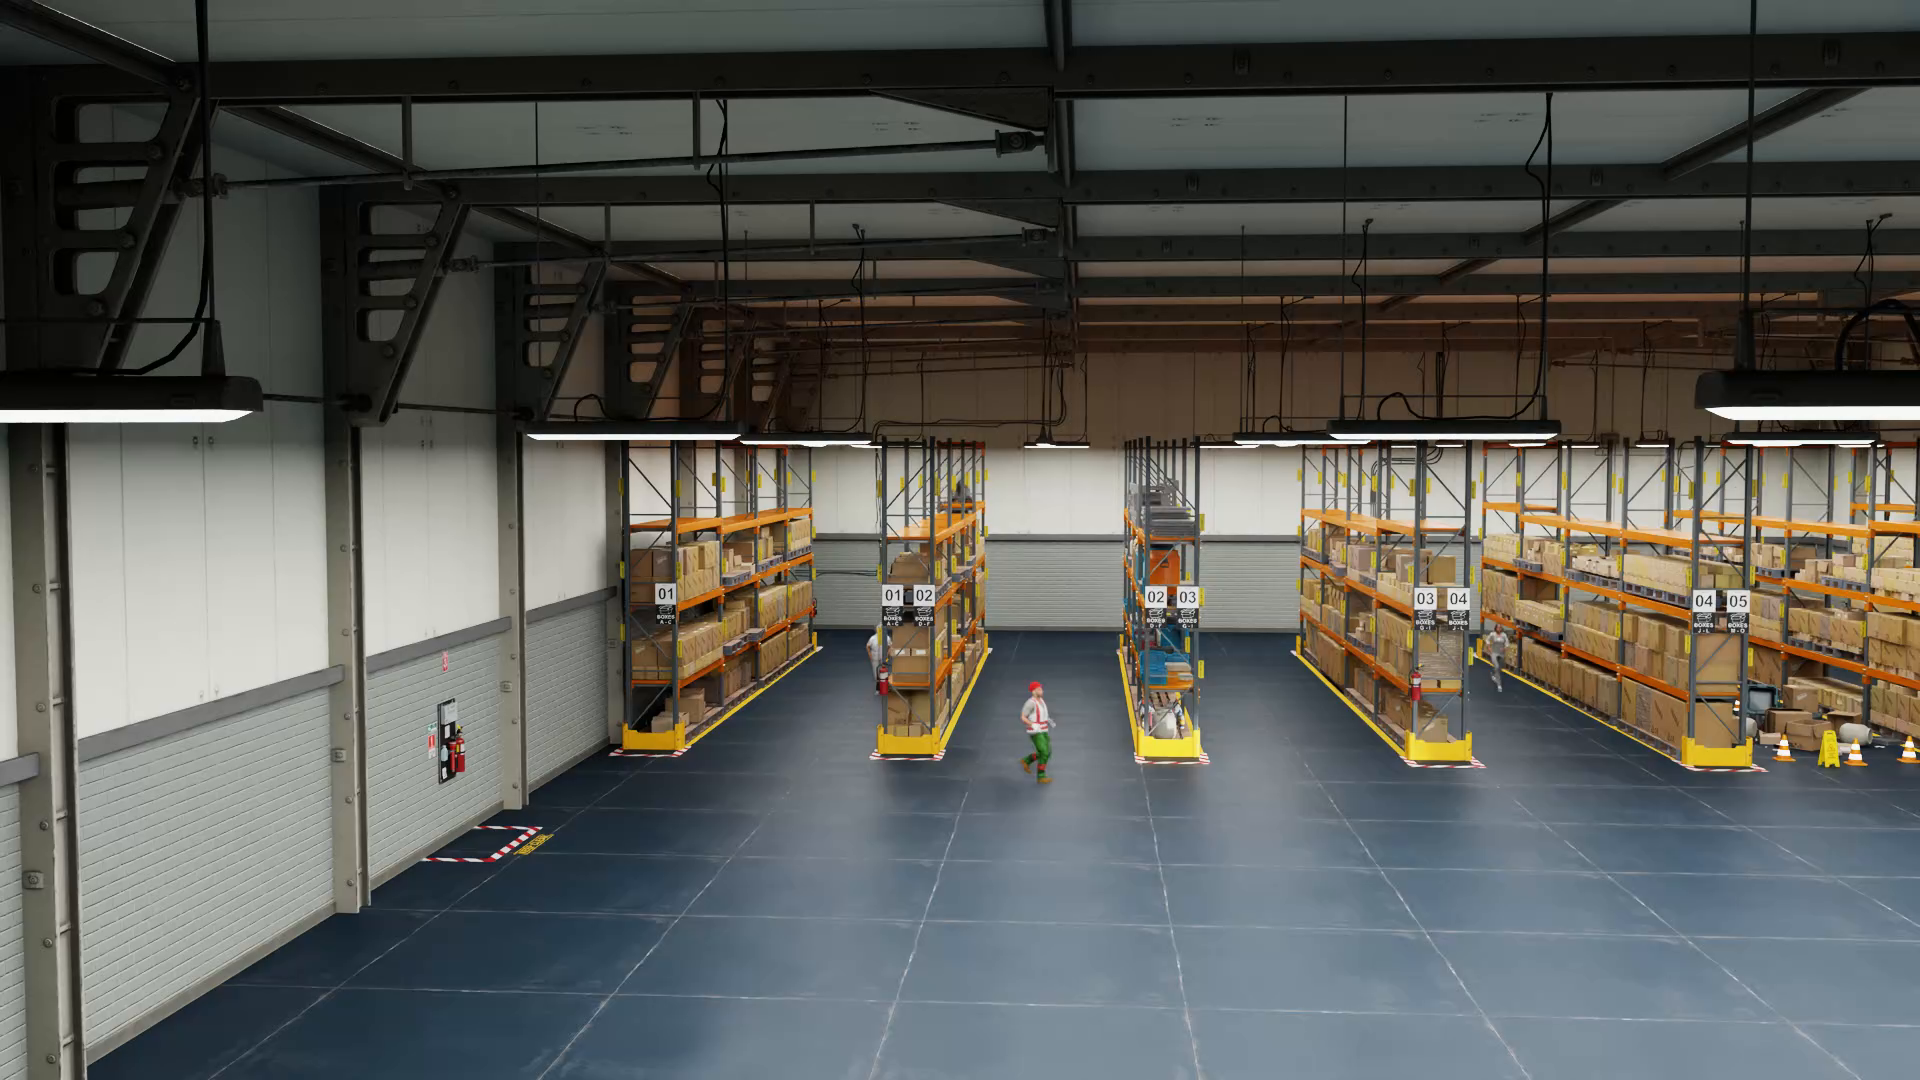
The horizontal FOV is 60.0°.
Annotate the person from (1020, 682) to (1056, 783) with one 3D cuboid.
[{"bbox_3d":[1.305,3.313,28.733,0.690,1.741,0.658,2,4,33],"label":"person"}]

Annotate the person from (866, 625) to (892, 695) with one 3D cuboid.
[{"bbox_3d":[-1.908,2.817,39.257,0.623,1.639,0.550,0,3,3],"label":"person"}]

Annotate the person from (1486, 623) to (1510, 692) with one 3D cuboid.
[{"bbox_3d":[12.952,2.793,40.017,0.506,1.601,1.032,0,3,0],"label":"person"}]
